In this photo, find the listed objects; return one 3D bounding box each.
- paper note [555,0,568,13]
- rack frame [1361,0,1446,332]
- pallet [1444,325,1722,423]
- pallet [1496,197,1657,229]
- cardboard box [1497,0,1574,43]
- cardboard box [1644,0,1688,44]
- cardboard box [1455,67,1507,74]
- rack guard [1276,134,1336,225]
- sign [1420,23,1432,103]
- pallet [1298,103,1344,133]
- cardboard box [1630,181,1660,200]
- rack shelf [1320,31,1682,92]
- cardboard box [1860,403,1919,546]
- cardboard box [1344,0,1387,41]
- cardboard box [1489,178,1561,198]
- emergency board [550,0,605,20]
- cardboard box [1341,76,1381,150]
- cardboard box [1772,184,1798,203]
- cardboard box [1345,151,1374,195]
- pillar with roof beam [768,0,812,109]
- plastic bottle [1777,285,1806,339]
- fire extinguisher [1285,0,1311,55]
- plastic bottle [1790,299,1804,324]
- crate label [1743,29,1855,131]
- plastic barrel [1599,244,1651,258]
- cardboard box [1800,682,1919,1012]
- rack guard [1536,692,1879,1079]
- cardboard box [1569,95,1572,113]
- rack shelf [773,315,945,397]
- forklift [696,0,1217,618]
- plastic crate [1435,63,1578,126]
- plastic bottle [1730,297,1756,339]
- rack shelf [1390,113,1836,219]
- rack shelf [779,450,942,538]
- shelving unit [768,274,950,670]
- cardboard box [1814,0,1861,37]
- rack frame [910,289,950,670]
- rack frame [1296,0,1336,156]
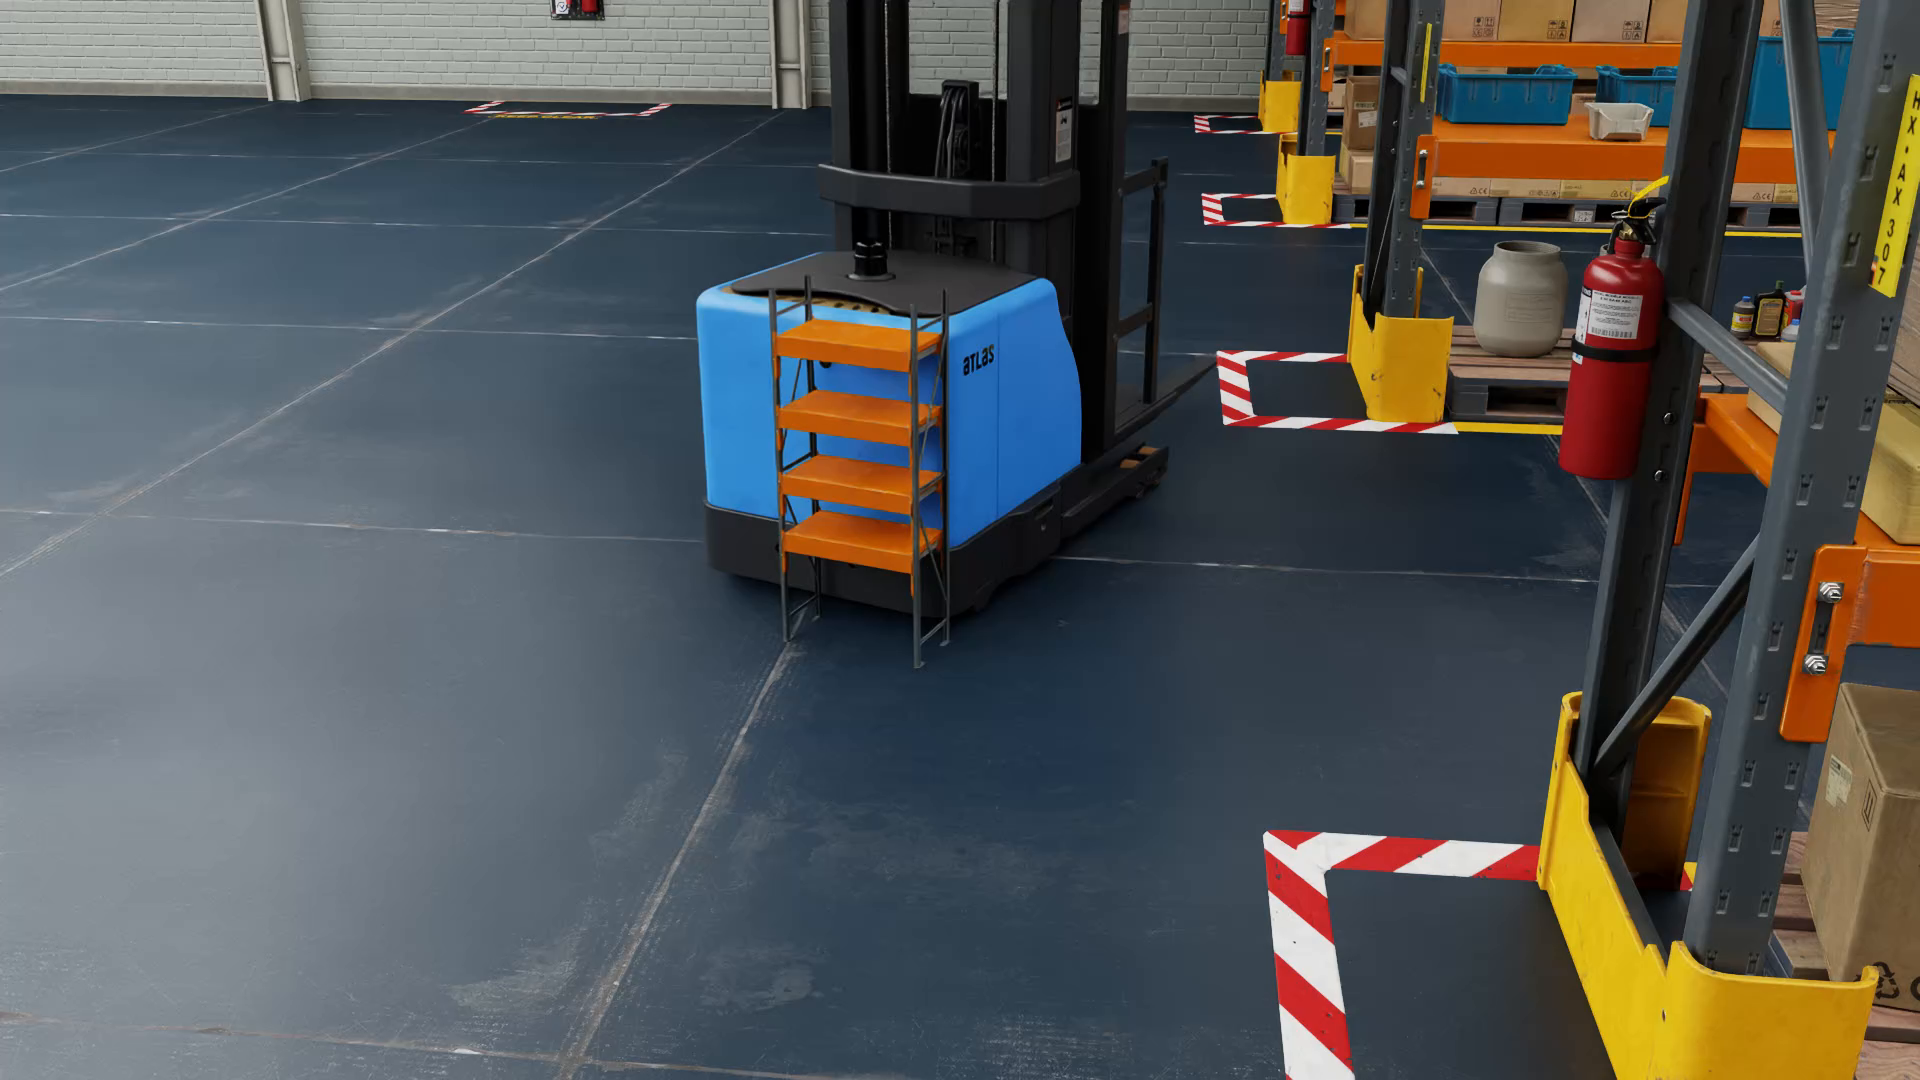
[{"bbox_3d":[-4.519,-6.053,18.869,0.142,0.148,0.016,2,22,6],"label":"paper note"},{"bbox_3d":[2.094,-2.147,7.790,0.127,3.000,1.000,2,22,6],"label":"rack frame"},{"bbox_3d":[2.981,-0.827,8.244,1.213,0.211,1.003,2,22,6],"label":"pallet"},{"bbox_3d":[4.653,-2.587,12.696,1.213,0.211,1.003,2,22,6],"label":"pallet"},{"bbox_3d":[4.157,-3.932,12.170,0.500,0.500,0.700,3,22,7],"label":"cardboard box"},{"bbox_3d":[5.189,-3.889,12.061,0.500,0.500,0.700,3,22,7],"label":"cardboard box"},{"bbox_3d":[5.225,-4.669,16.970,0.500,0.500,0.700,1,22,3],"label":"cardboard box"},{"bbox_3d":[2.657,-2.794,12.826,0.348,0.500,1.175,2,22,6],"label":"rack guard"},{"bbox_3d":[2.025,-2.075,7.232,0.005,0.325,0.100,2,22,6],"label":"sign"},{"bbox_3d":[4.138,-4.416,17.322,1.213,0.211,1.003,2,22,6],"label":"pallet"},{"bbox_3d":[5.173,-2.680,12.309,0.500,0.250,0.500,2,22,6],"label":"cardboard box"},{"bbox_3d":[4.667,-3.534,12.277,4.000,0.370,1.077,2,22,6],"label":"rack shelf"},{"bbox_3d":[1.766,-0.122,3.011,0.250,0.149,0.380,2,22,6],"label":"cardboard box"},{"bbox_3d":[3.143,-3.977,12.283,0.500,0.500,0.700,3,22,6],"label":"cardboard box"},{"bbox_3d":[4.181,-2.725,12.422,0.500,0.250,0.500,2,22,6],"label":"cardboard box"},{"bbox_3d":[-4.351,-6.430,18.624,0.643,1.169,0.194,2,22,6],"label":"emergency board"},{"bbox_3d":[3.248,-3.306,12.871,0.500,0.500,0.500,2,22,6],"label":"cardboard box"},{"bbox_3d":[6.167,-2.639,12.204,0.500,0.250,0.500,2,22,6],"label":"cardboard box"},{"bbox_3d":[3.187,-2.767,12.528,0.500,0.250,0.500,2,22,6],"label":"cardboard box"},{"bbox_3d":[-2.408,-7.527,13.239,0.400,9.000,9.100,2,22,6],"label":"pillar with roof beam"},{"bbox_3d":[4.217,-1.144,8.361,0.135,0.276,0.152,3,22,7],"label":"plastic bottle"},{"bbox_3d":[2.618,-4.094,12.820,0.183,0.674,0.296,2,22,6],"label":"fire extinguisher"},{"bbox_3d":[4.205,-1.109,8.261,0.133,0.283,0.061,2,22,6],"label":"plastic bottle"},{"bbox_3d":[3.954,-2.182,7.832,0.616,0.435,0.502,2,22,6],"label":"crate label"},{"bbox_3d":[3.254,-1.163,8.114,0.421,0.512,0.421,0,22,0],"label":"plastic barrel"},{"bbox_3d":[2.129,0.662,3.515,0.500,0.500,0.500,7,23,16],"label":"cardboard box"},{"bbox_3d":[1.587,0.827,3.667,0.348,0.500,1.175,2,22,6],"label":"rack guard"},{"bbox_3d":[4.182,-3.078,12.295,0.500,0.500,0.500,2,22,6],"label":"cardboard box"},{"bbox_3d":[-0.313,-0.581,5.208,0.480,0.148,0.258,10,24,23],"label":"rack shelf"},{"bbox_3d":[0.228,-1.602,6.504,1.130,2.935,3.031,11,24,26],"label":"forklift"},{"bbox_3d":[2.626,-2.165,8.039,0.616,0.251,0.499,2,22,6],"label":"plastic crate"},{"bbox_3d":[3.969,-1.131,8.428,0.097,0.201,0.097,0,22,0],"label":"plastic bottle"},{"bbox_3d":[4.080,-1.726,7.703,4.000,0.370,1.077,2,22,6],"label":"rack shelf"},{"bbox_3d":[-0.313,-0.153,5.377,0.480,0.148,0.258,10,24,23],"label":"rack shelf"},{"bbox_3d":[-0.313,-0.215,5.353,0.503,1.200,0.258,10,24,23],"label":"shelving unit"},{"bbox_3d":[6.212,-3.845,11.951,0.500,0.500,0.700,2,22,5],"label":"cardboard box"},{"bbox_3d":[-0.092,-0.178,5.257,0.015,1.200,0.240,10,24,23],"label":"rack frame"},{"bbox_3d":[2.681,-3.955,12.364,0.127,3.000,1.000,2,22,6],"label":"rack frame"}]
